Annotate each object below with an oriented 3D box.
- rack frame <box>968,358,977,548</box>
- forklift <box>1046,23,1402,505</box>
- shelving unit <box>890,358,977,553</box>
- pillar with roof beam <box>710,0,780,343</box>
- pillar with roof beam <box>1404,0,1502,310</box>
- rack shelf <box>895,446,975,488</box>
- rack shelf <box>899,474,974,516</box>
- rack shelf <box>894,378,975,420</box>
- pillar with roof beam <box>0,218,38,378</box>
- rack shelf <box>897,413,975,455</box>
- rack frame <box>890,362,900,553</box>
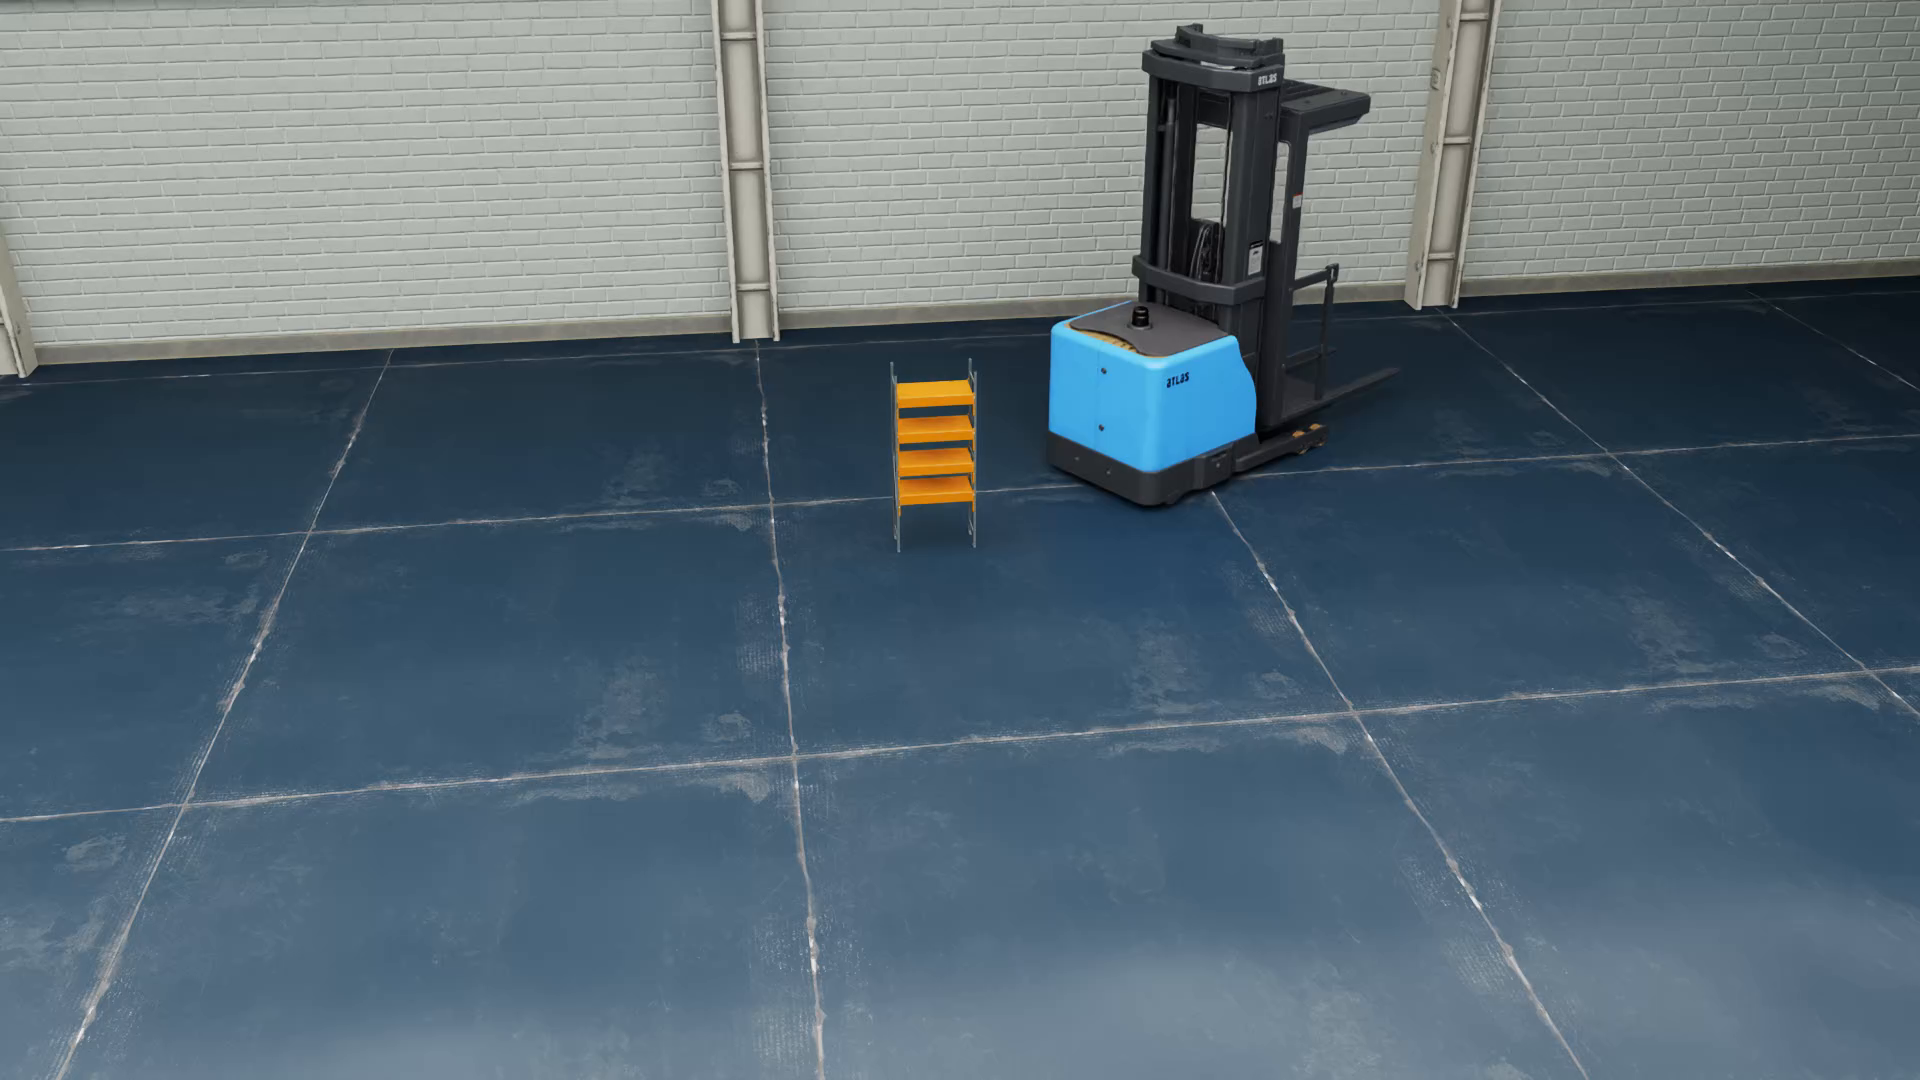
[{"bbox_3d":[0.078,-0.539,10.486,0.015,1.200,0.240,-4,27,-7],"label":"rack frame"},{"bbox_3d":[2.046,-2.083,11.598,3.031,2.935,1.130,-22,34,-36],"label":"forklift"},{"bbox_3d":[-0.164,-0.523,10.456,0.503,1.200,0.258,-4,27,-7],"label":"shelving unit"},{"bbox_3d":[-1.135,-3.796,8.291,0.400,9.000,9.100,-4,27,-7],"label":"pillar with roof beam"},{"bbox_3d":[4.807,-4.178,9.035,0.400,9.000,9.100,-4,27,-7],"label":"pillar with roof beam"},{"bbox_3d":[-0.164,-0.463,10.486,0.480,0.148,0.258,-4,27,-7],"label":"rack shelf"},{"bbox_3d":[-0.164,-0.287,10.577,0.480,0.148,0.258,-4,27,-7],"label":"rack shelf"},{"bbox_3d":[-0.164,-0.873,10.276,0.480,0.148,0.258,-4,27,-7],"label":"rack shelf"},{"bbox_3d":[-7.076,-3.415,7.548,0.400,9.000,9.100,-4,27,-7],"label":"pillar with roof beam"},{"bbox_3d":[-0.164,-0.662,10.384,0.480,0.148,0.258,-4,27,-7],"label":"rack shelf"},{"bbox_3d":[-0.406,-0.508,10.425,0.015,1.200,0.240,-4,27,-7],"label":"rack frame"}]
